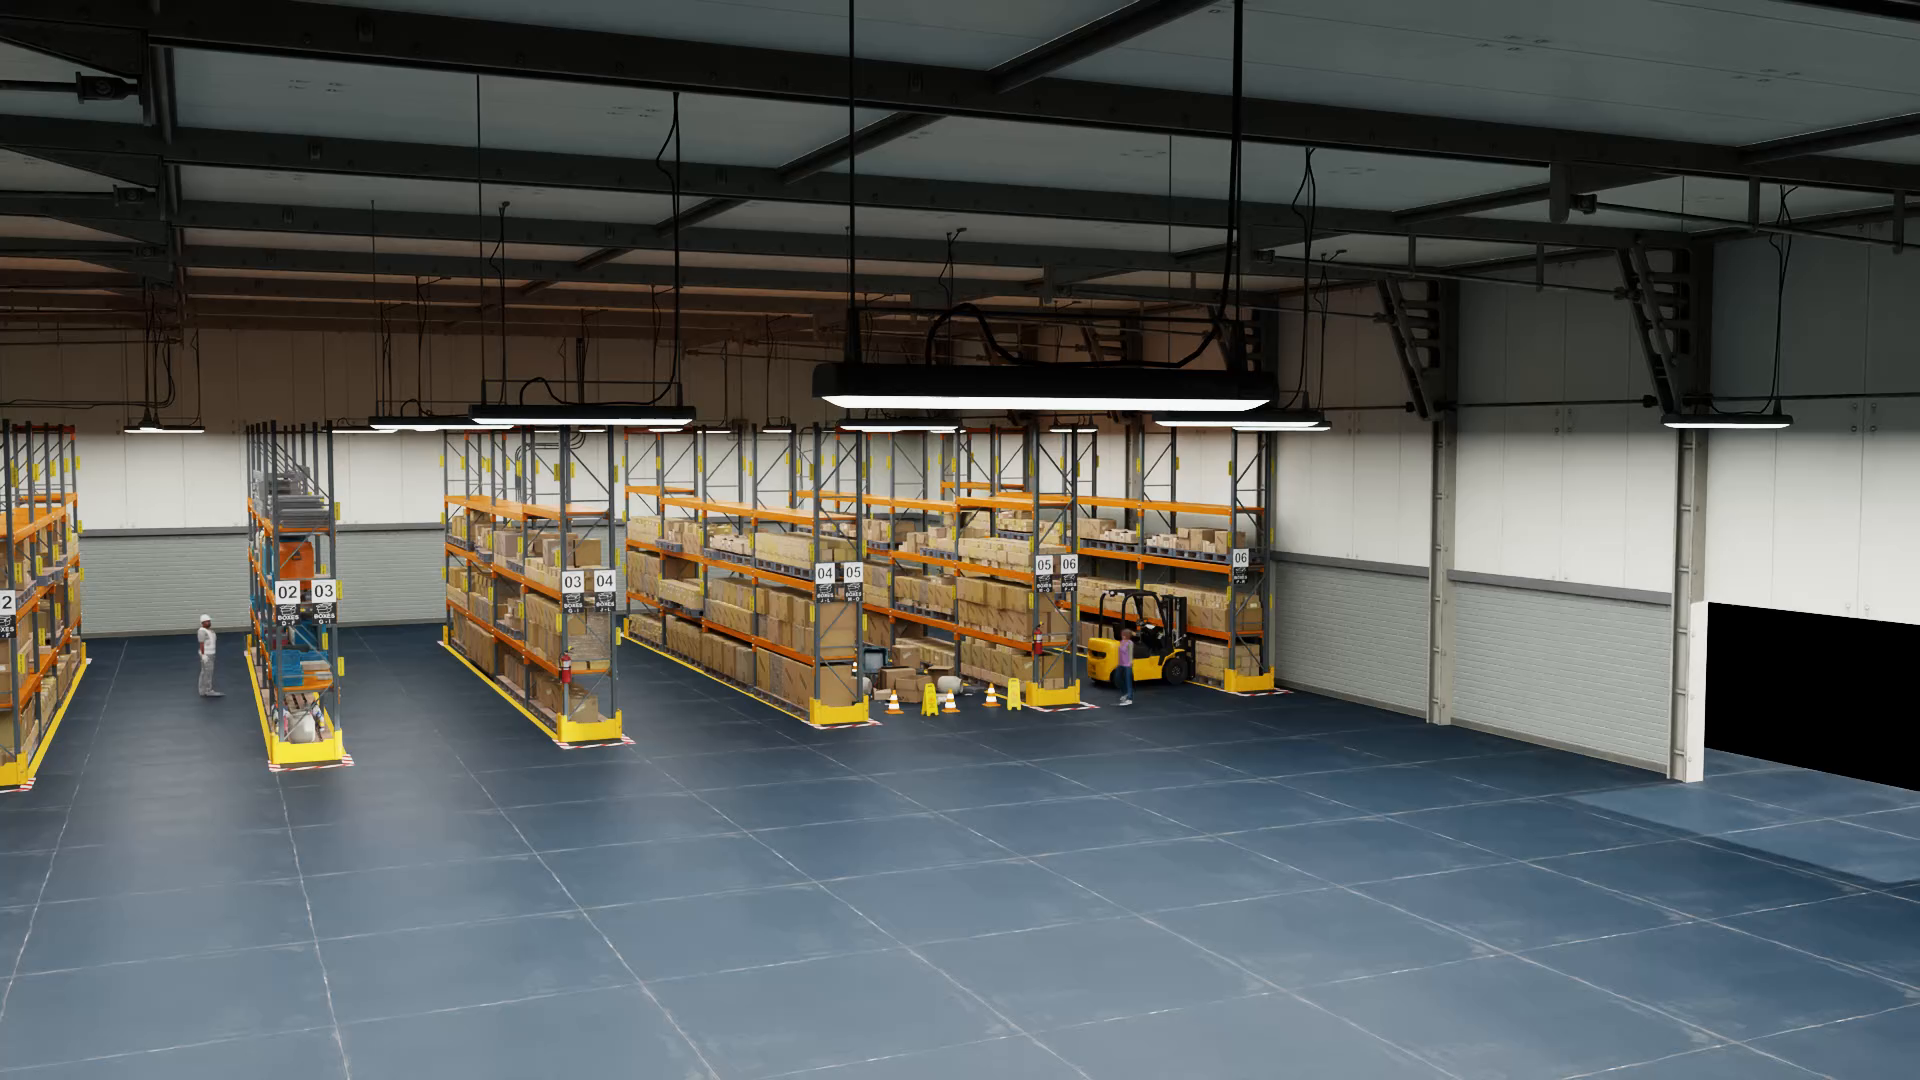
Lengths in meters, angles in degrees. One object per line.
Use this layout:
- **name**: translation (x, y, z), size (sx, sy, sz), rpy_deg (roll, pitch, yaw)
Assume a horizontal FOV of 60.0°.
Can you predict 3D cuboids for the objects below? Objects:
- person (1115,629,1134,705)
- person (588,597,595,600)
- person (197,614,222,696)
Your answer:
- **person**: translation (3.516, 2.696, 35.484), size (0.378, 1.609, 0.444), rpy_deg (-2, 4, -33)
- **person**: translation (-10.722, 1.895, 47.137), size (0.747, 1.700, 1.056), rpy_deg (0, 4, 0)
- **person**: translation (-16.594, 2.533, 36.732), size (0.465, 1.793, 0.581), rpy_deg (-2, 4, -27)
